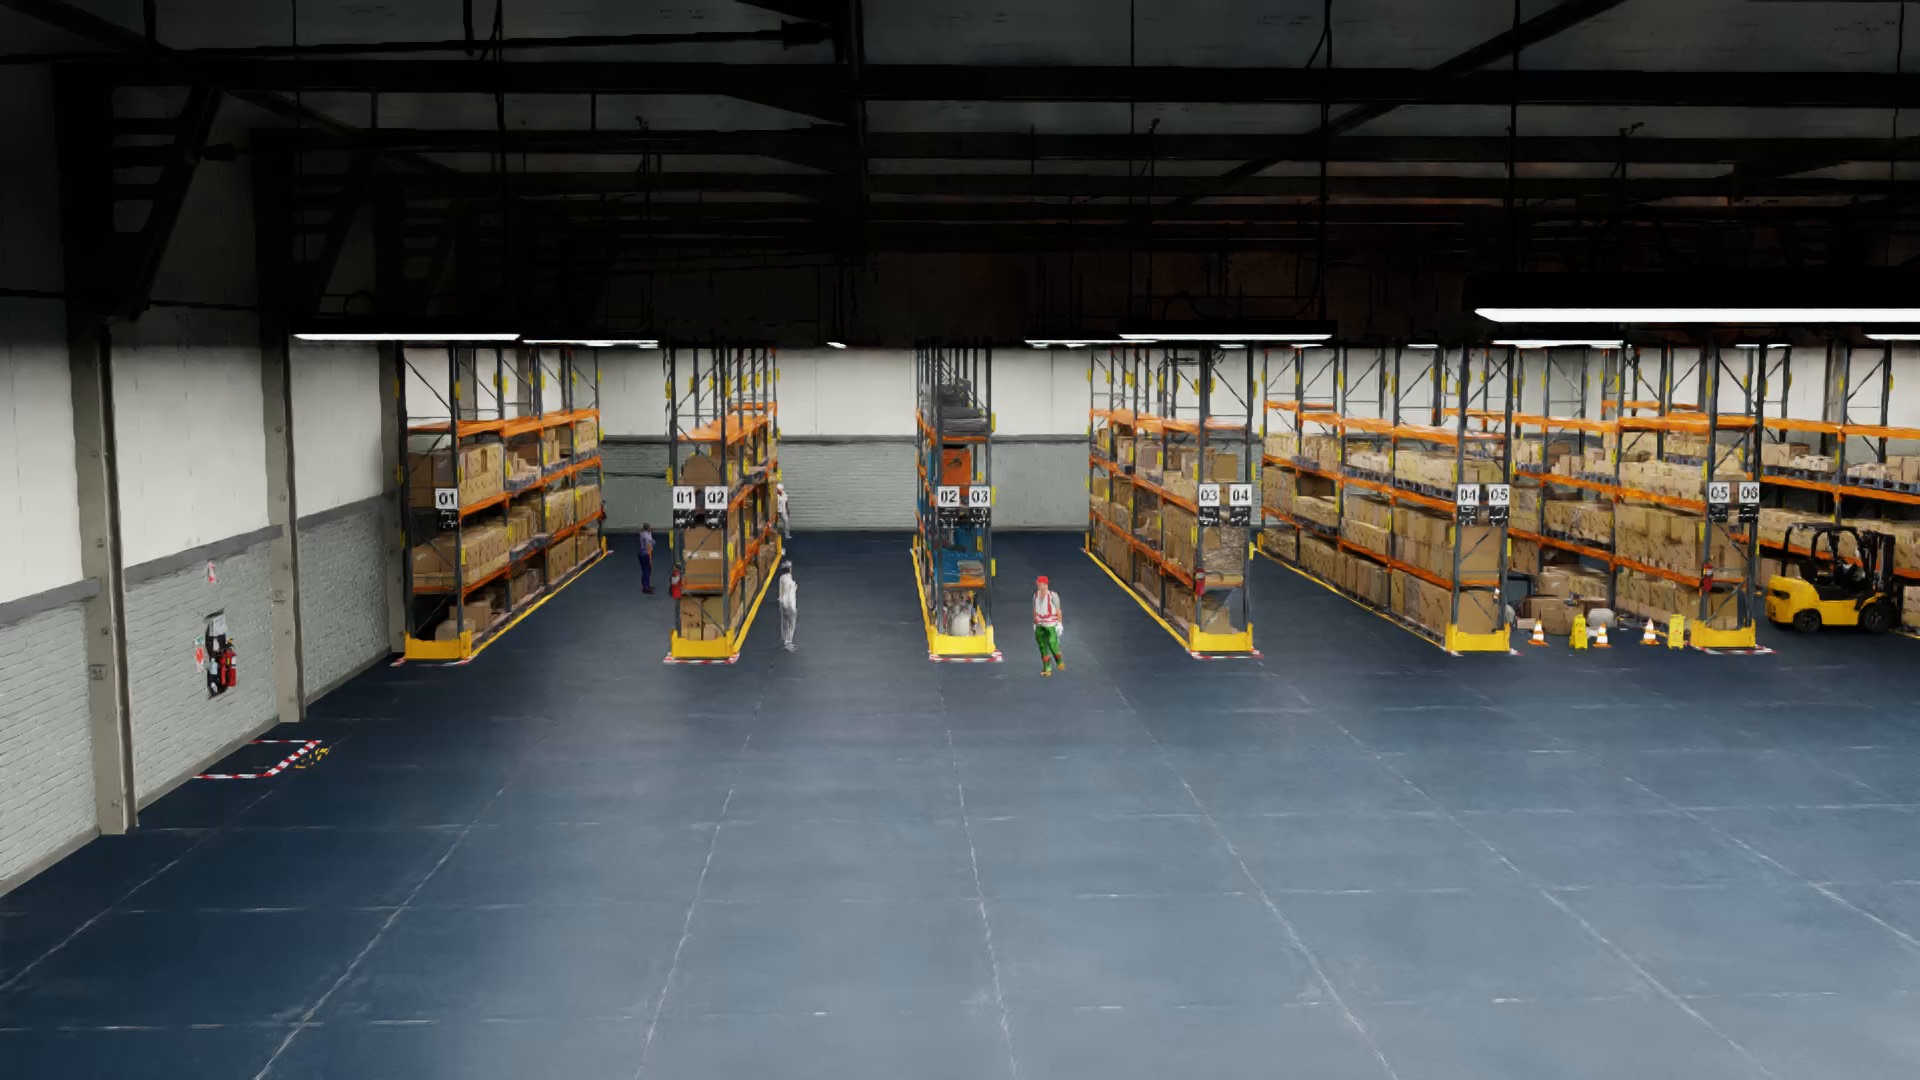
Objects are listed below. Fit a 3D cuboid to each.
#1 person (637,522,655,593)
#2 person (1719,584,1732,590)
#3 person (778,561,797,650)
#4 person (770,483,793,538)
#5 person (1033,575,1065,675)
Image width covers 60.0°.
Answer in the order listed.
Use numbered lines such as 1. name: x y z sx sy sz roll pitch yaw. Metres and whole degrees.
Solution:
1. person: -7.429 0.396 39.614 0.445 1.658 0.579 -4 8 -32
2. person: 16.416 0.832 35.767 0.462 1.662 0.498 3 7 28
3. person: -3.312 1.274 32.080 0.361 1.727 0.539 -4 8 -31
4. person: -5.542 -0.900 50.849 0.709 1.702 0.835 -2 7 -19
5. person: 1.572 1.499 29.492 0.581 1.779 0.573 4 8 32
